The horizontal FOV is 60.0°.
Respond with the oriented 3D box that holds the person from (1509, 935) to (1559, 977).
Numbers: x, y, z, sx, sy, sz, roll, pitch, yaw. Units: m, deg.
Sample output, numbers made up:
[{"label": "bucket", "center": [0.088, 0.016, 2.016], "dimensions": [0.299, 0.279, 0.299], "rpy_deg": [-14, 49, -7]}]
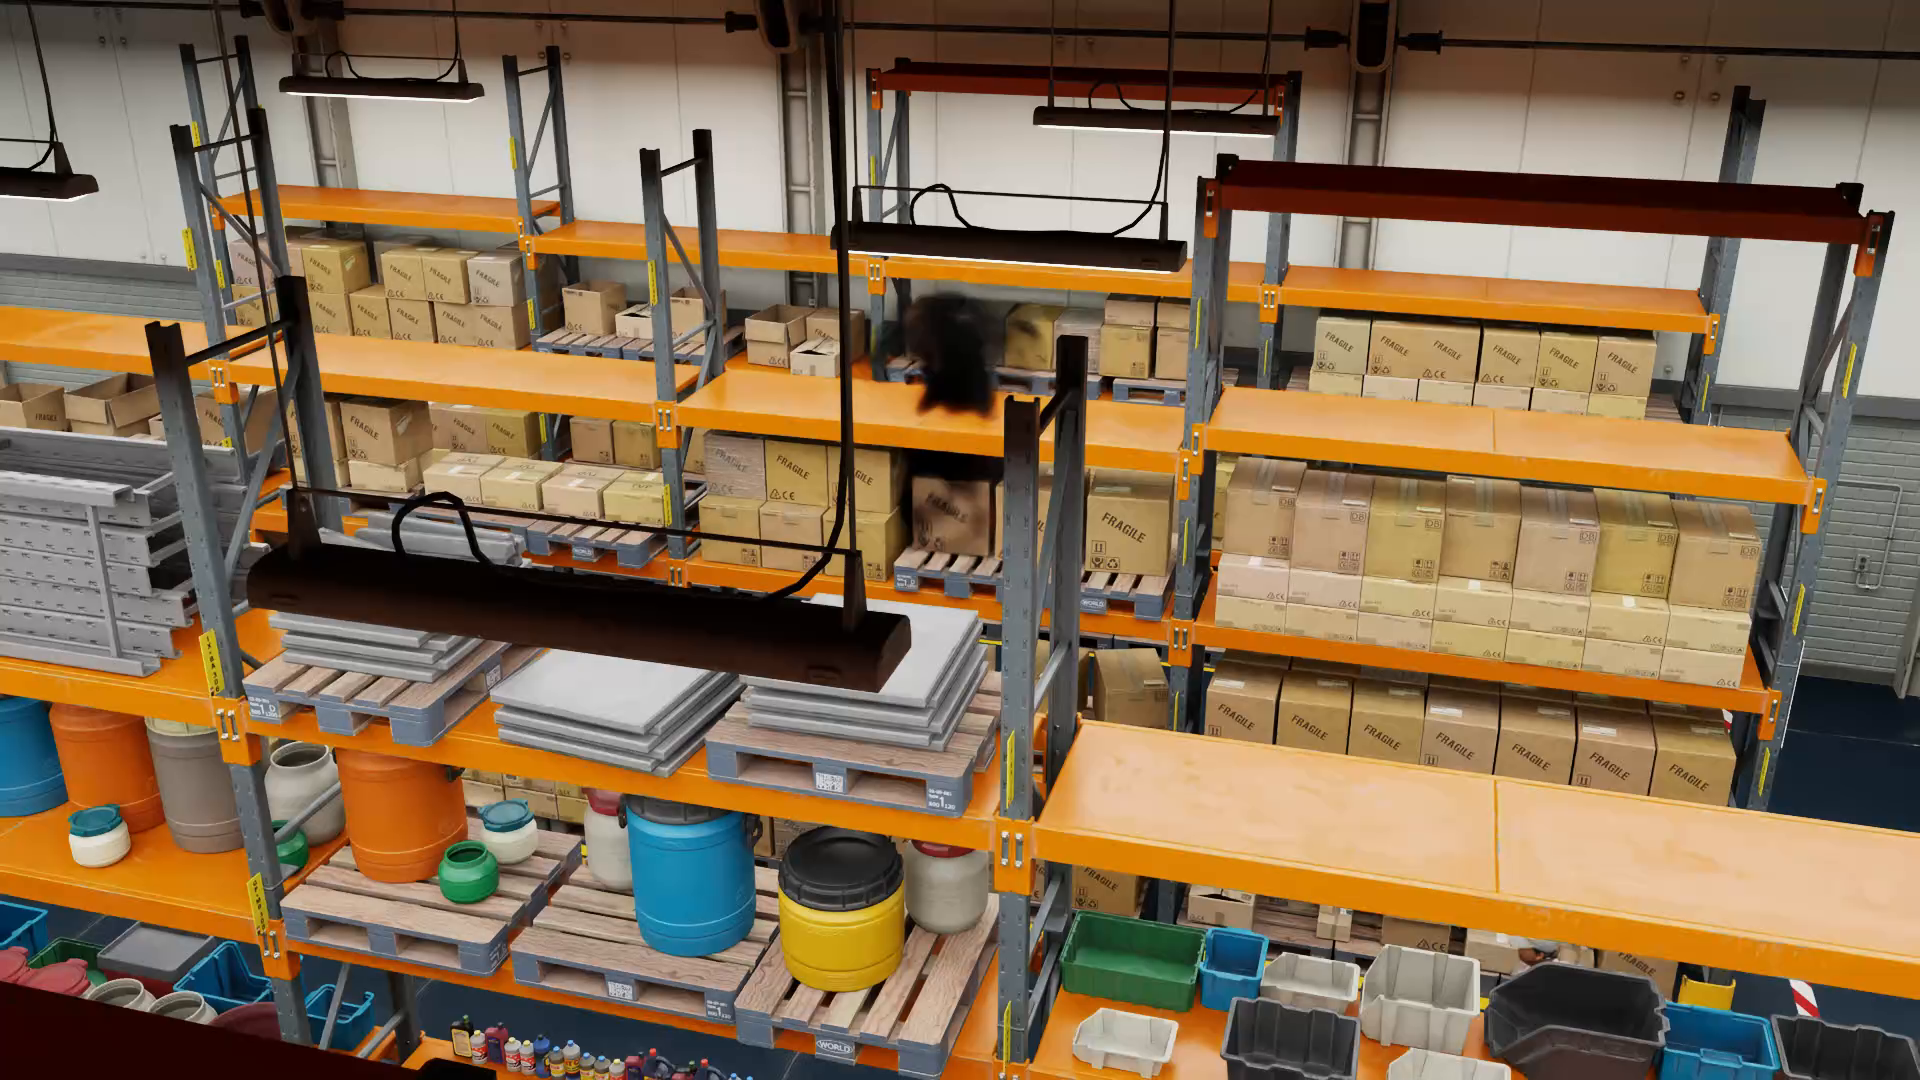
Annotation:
[{"label": "person", "center": [3.893, 3.239, 10.872], "dimensions": [1.056, 1.670, 0.613], "rpy_deg": [2, 23, 5]}]
